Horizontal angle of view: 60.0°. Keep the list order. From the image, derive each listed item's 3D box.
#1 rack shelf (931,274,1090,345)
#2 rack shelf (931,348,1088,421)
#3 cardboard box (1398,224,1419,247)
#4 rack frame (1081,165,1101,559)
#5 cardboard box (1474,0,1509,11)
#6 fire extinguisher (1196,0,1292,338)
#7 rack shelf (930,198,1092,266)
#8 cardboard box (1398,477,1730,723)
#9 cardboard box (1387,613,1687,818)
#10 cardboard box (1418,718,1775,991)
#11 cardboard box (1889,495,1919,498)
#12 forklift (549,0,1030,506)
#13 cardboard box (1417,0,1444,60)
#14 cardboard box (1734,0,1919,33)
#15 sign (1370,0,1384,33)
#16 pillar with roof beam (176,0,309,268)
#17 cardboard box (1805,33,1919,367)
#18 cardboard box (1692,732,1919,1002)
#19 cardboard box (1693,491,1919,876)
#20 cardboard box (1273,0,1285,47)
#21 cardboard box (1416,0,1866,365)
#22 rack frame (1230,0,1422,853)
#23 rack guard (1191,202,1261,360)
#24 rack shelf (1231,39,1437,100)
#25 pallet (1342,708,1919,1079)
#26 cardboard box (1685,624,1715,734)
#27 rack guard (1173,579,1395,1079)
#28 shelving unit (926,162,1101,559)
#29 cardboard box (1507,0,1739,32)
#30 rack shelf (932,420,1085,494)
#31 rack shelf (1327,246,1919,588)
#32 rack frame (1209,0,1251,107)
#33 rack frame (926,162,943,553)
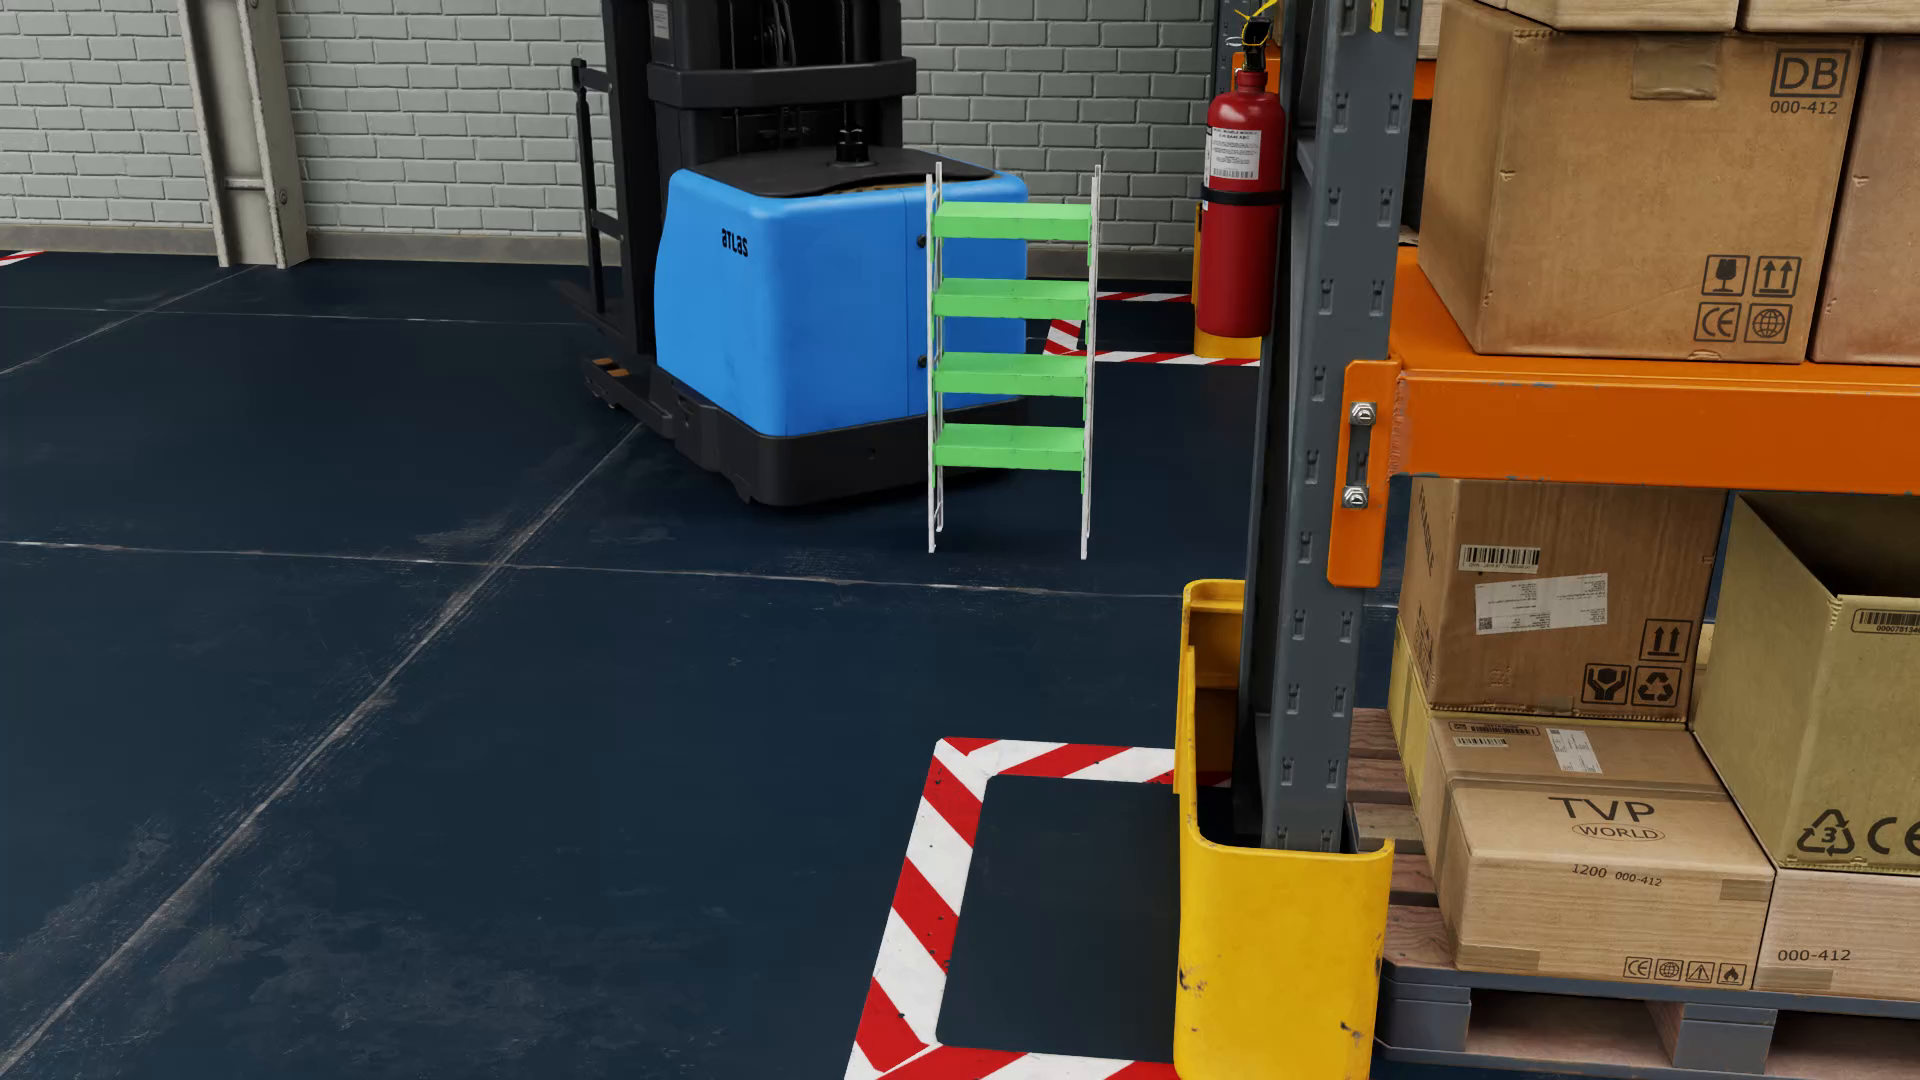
[{"bbox_3d":[0.164,-0.715,5.136,0.480,0.148,0.258,2,22,6],"label":"rack shelf"},{"bbox_3d":[0.164,-0.491,5.225,0.480,0.148,0.258,2,22,6],"label":"rack shelf"},{"bbox_3d":[1.902,-1.320,7.758,0.500,0.311,0.500,0,22,0],"label":"cardboard box"},{"bbox_3d":[0.407,-0.540,5.174,0.015,1.200,0.240,2,22,6],"label":"rack frame"},{"bbox_3d":[1.048,-1.021,2.925,0.250,0.149,0.380,2,22,5],"label":"cardboard box"},{"bbox_3d":[0.583,-0.759,3.385,0.183,0.674,0.296,2,22,6],"label":"fire extinguisher"},{"bbox_3d":[0.164,-0.938,5.048,0.480,0.148,0.258,2,22,6],"label":"rack shelf"},{"bbox_3d":[1.214,0.029,3.435,0.500,0.500,0.500,2,22,6],"label":"cardboard box"},{"bbox_3d":[1.213,0.379,3.571,0.500,0.250,0.500,2,22,6],"label":"cardboard box"},{"bbox_3d":[1.152,0.568,3.093,0.500,0.250,0.500,2,22,6],"label":"cardboard box"},{"bbox_3d":[2.208,0.067,3.339,0.500,0.500,0.500,2,22,6],"label":"cardboard box"},{"bbox_3d":[-0.921,-1.971,6.439,1.130,2.935,3.031,-12,24,-28],"label":"forklift"},{"bbox_3d":[2.190,-2.214,7.137,0.500,0.250,0.500,2,22,5],"label":"cardboard box"},{"bbox_3d":[1.273,-0.862,2.523,0.250,0.149,0.380,2,22,5],"label":"cardboard box"},{"bbox_3d":[0.575,-0.857,2.243,0.005,0.325,0.100,2,22,6],"label":"sign"},{"bbox_3d":[-4.443,-4.192,3.804,0.400,9.000,9.100,2,22,6],"label":"pillar with roof beam"},{"bbox_3d":[1.630,-0.621,2.794,0.500,0.500,0.700,3,22,8],"label":"cardboard box"},{"bbox_3d":[1.649,0.588,3.041,0.500,0.250,0.500,2,22,6],"label":"cardboard box"},{"bbox_3d":[1.649,0.240,2.902,0.500,0.500,0.500,2,22,6],"label":"cardboard box"},{"bbox_3d":[1.712,-2.419,7.656,0.500,0.250,0.500,3,22,7],"label":"cardboard box"},{"bbox_3d":[1.108,-0.642,2.847,0.500,0.500,0.700,3,22,6],"label":"cardboard box"},{"bbox_3d":[0.646,-0.620,2.929,0.127,3.000,1.000,2,22,6],"label":"rack frame"},{"bbox_3d":[1.301,-1.263,7.955,0.348,0.500,1.175,2,22,6],"label":"rack guard"},{"bbox_3d":[3.211,-2.008,7.417,4.000,0.370,1.077,2,22,6],"label":"rack shelf"},{"bbox_3d":[1.410,0.694,3.396,1.213,0.211,1.003,2,22,6],"label":"pallet"},{"bbox_3d":[1.711,0.396,3.527,0.500,0.250,0.500,2,22,6],"label":"cardboard box"},{"bbox_3d":[0.622,0.541,3.391,0.348,0.500,1.175,2,22,6],"label":"rack guard"},{"bbox_3d":[0.164,-0.551,5.201,0.503,1.200,0.258,2,22,6],"label":"shelving unit"},{"bbox_3d":[1.010,-0.873,2.549,0.250,0.149,0.380,2,22,6],"label":"cardboard box"},{"bbox_3d":[0.164,-0.268,5.313,0.480,0.148,0.258,2,22,6],"label":"rack shelf"},{"bbox_3d":[2.632,-0.199,2.842,4.000,0.370,1.077,2,22,6],"label":"rack shelf"},{"bbox_3d":[1.225,-2.429,7.504,0.127,3.000,1.000,2,22,6],"label":"rack frame"},{"bbox_3d":[-0.078,-0.561,5.228,0.015,1.200,0.240,2,22,6],"label":"rack frame"}]
